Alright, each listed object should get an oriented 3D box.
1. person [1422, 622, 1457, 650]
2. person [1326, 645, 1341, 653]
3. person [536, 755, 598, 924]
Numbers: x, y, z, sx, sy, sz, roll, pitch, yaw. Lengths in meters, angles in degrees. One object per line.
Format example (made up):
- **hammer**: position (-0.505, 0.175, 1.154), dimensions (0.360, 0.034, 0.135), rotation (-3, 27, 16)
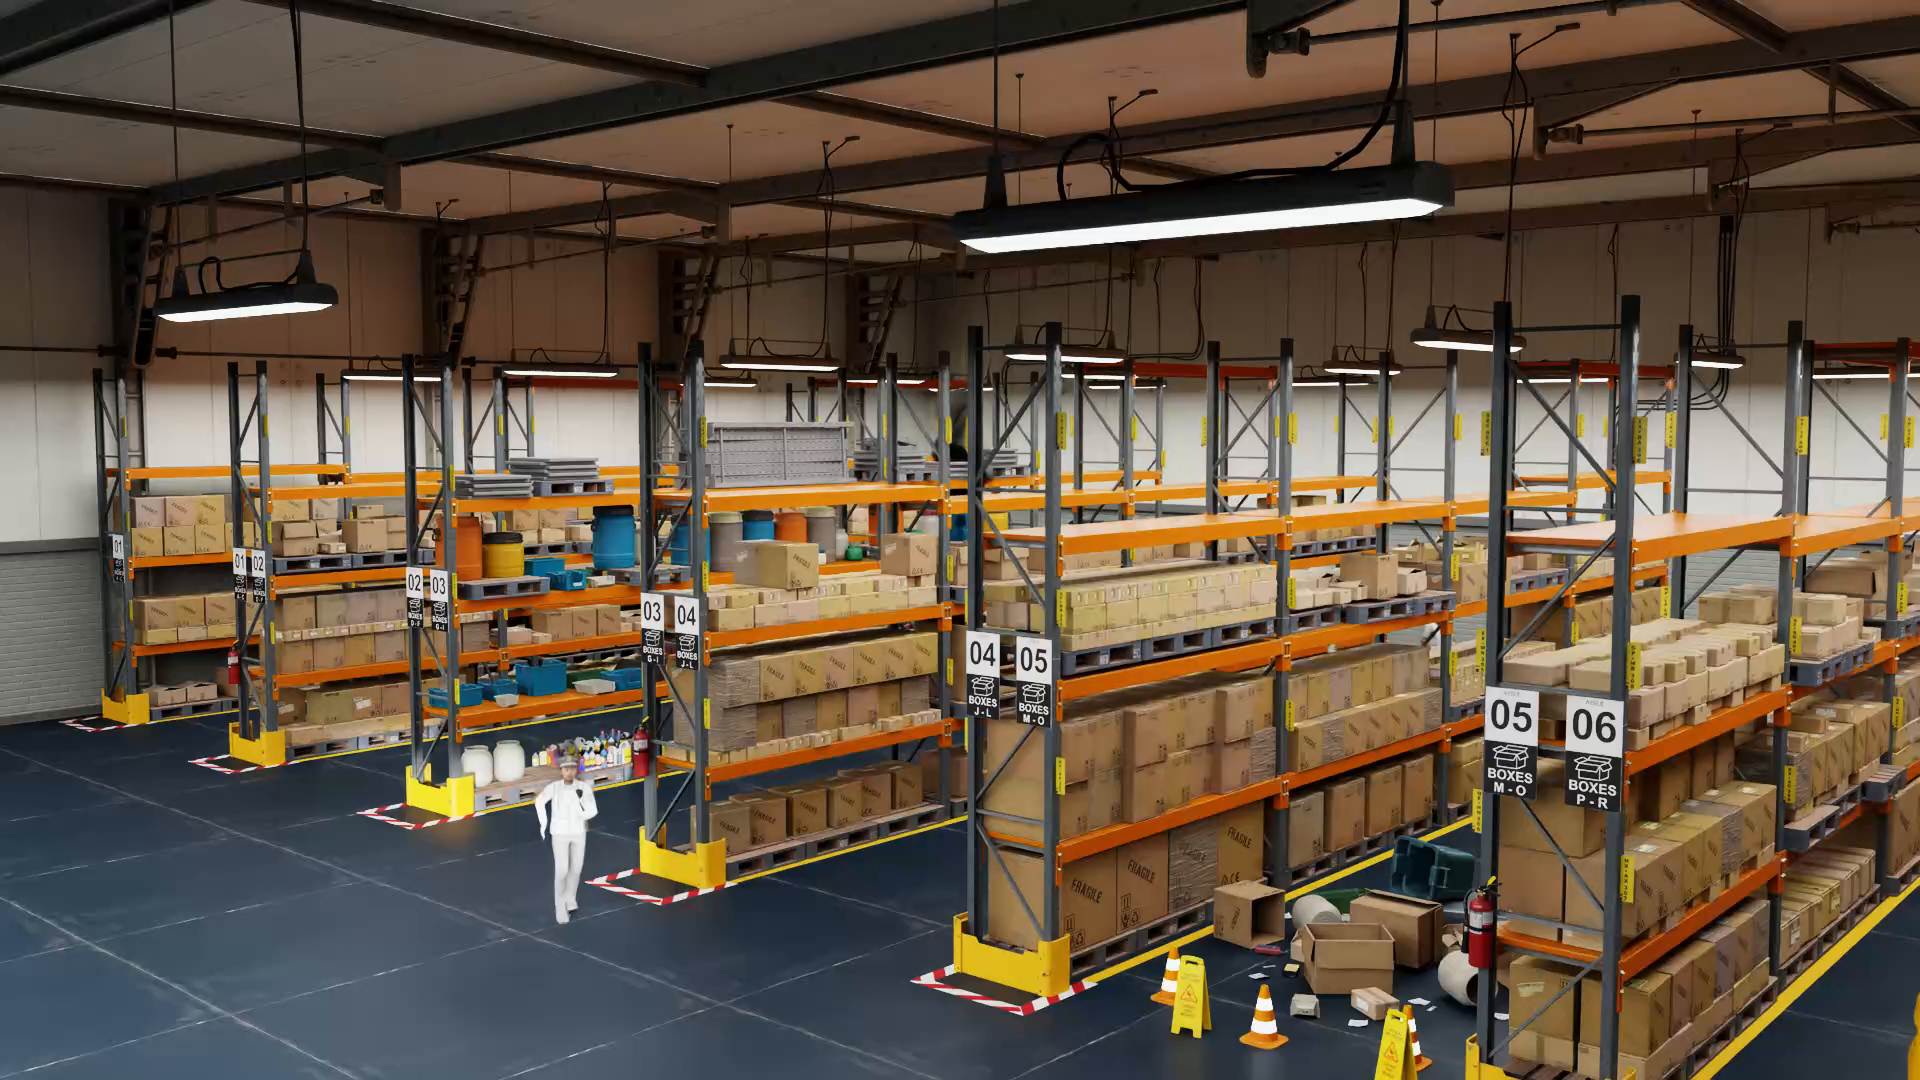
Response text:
- **person**: position (8.818, 2.078, 30.591), dimensions (0.765, 1.700, 0.678), rotation (-2, 5, -24)
- **person**: position (5.749, 2.473, 25.516), dimensions (0.608, 1.730, 0.894), rotation (3, 5, 34)
- **person**: position (-4.034, 3.068, 17.123), dimensions (0.581, 1.728, 0.712), rotation (-2, 5, -22)
